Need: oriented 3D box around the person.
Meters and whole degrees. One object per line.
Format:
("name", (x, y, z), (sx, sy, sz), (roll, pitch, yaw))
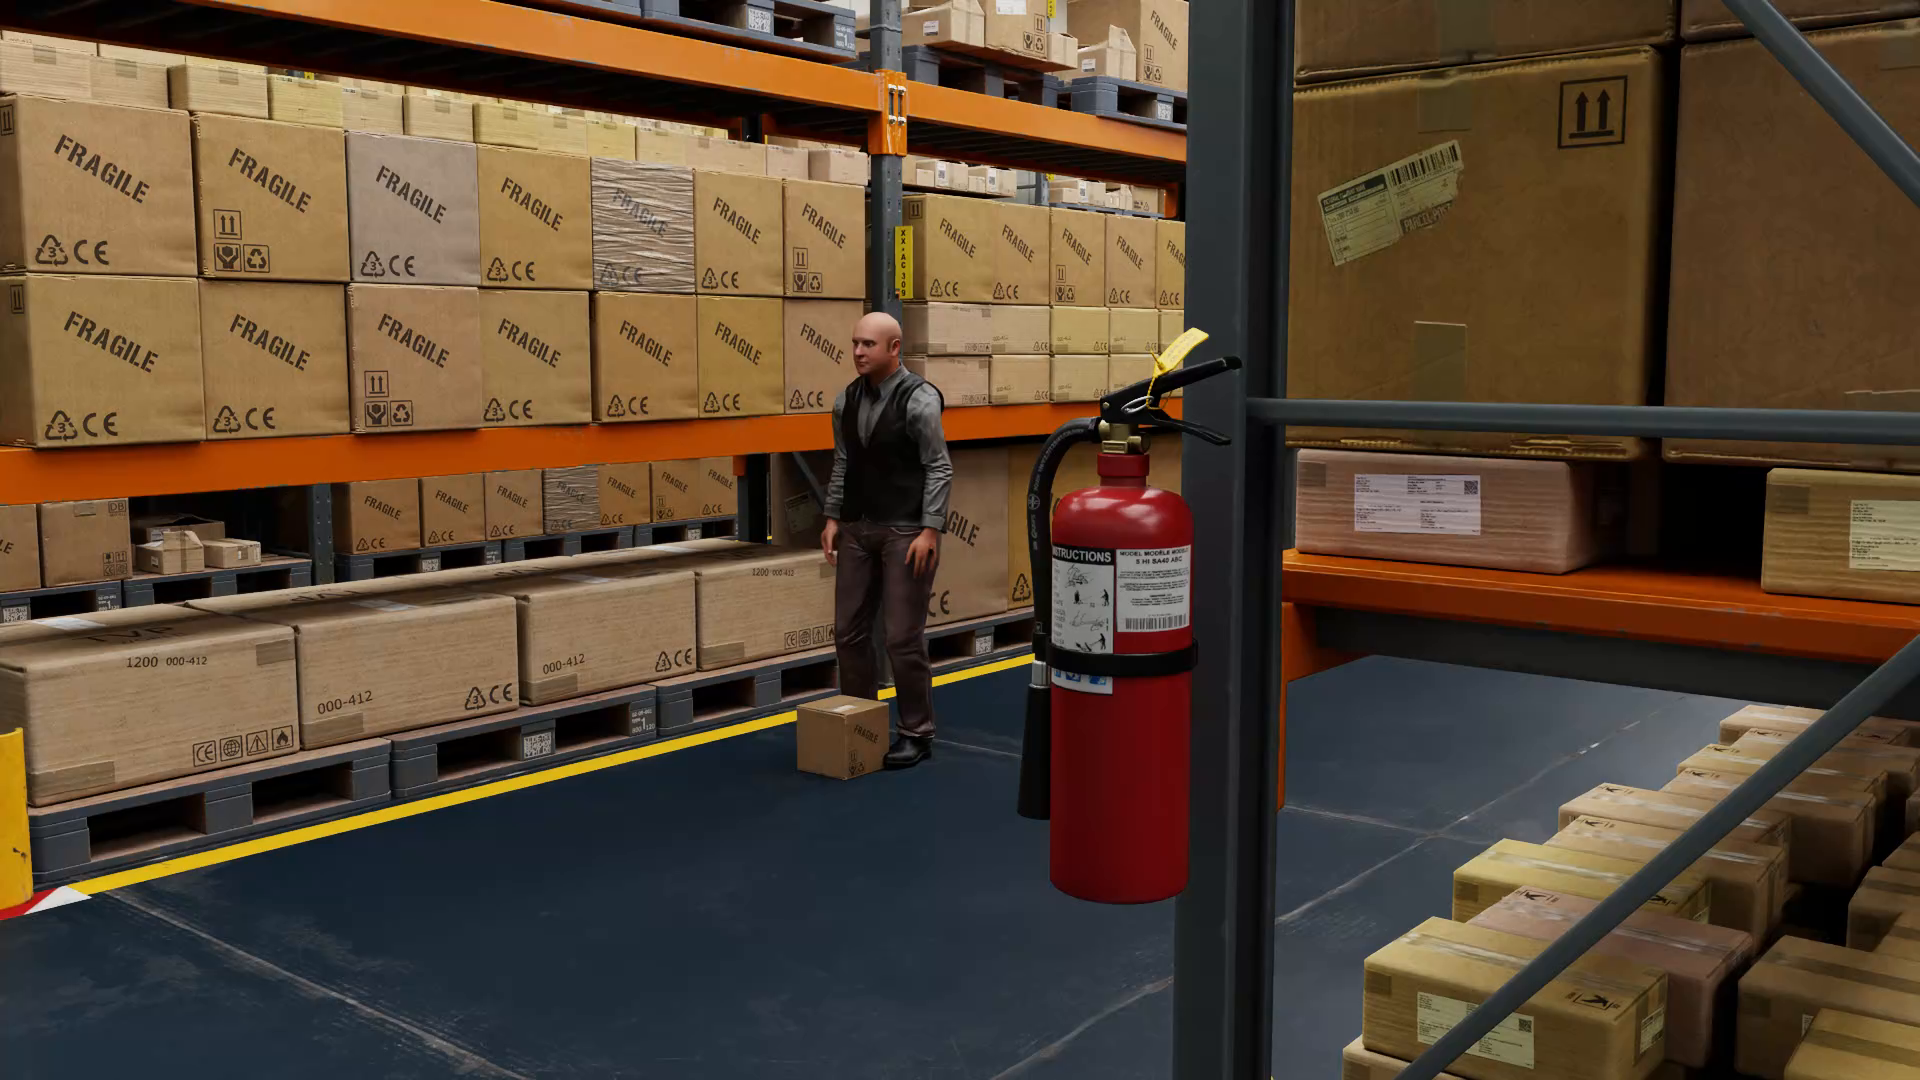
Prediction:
("person", (-0.276, -0.012, 6.434), (0.581, 1.721, 0.418), (5, 9, 39))
